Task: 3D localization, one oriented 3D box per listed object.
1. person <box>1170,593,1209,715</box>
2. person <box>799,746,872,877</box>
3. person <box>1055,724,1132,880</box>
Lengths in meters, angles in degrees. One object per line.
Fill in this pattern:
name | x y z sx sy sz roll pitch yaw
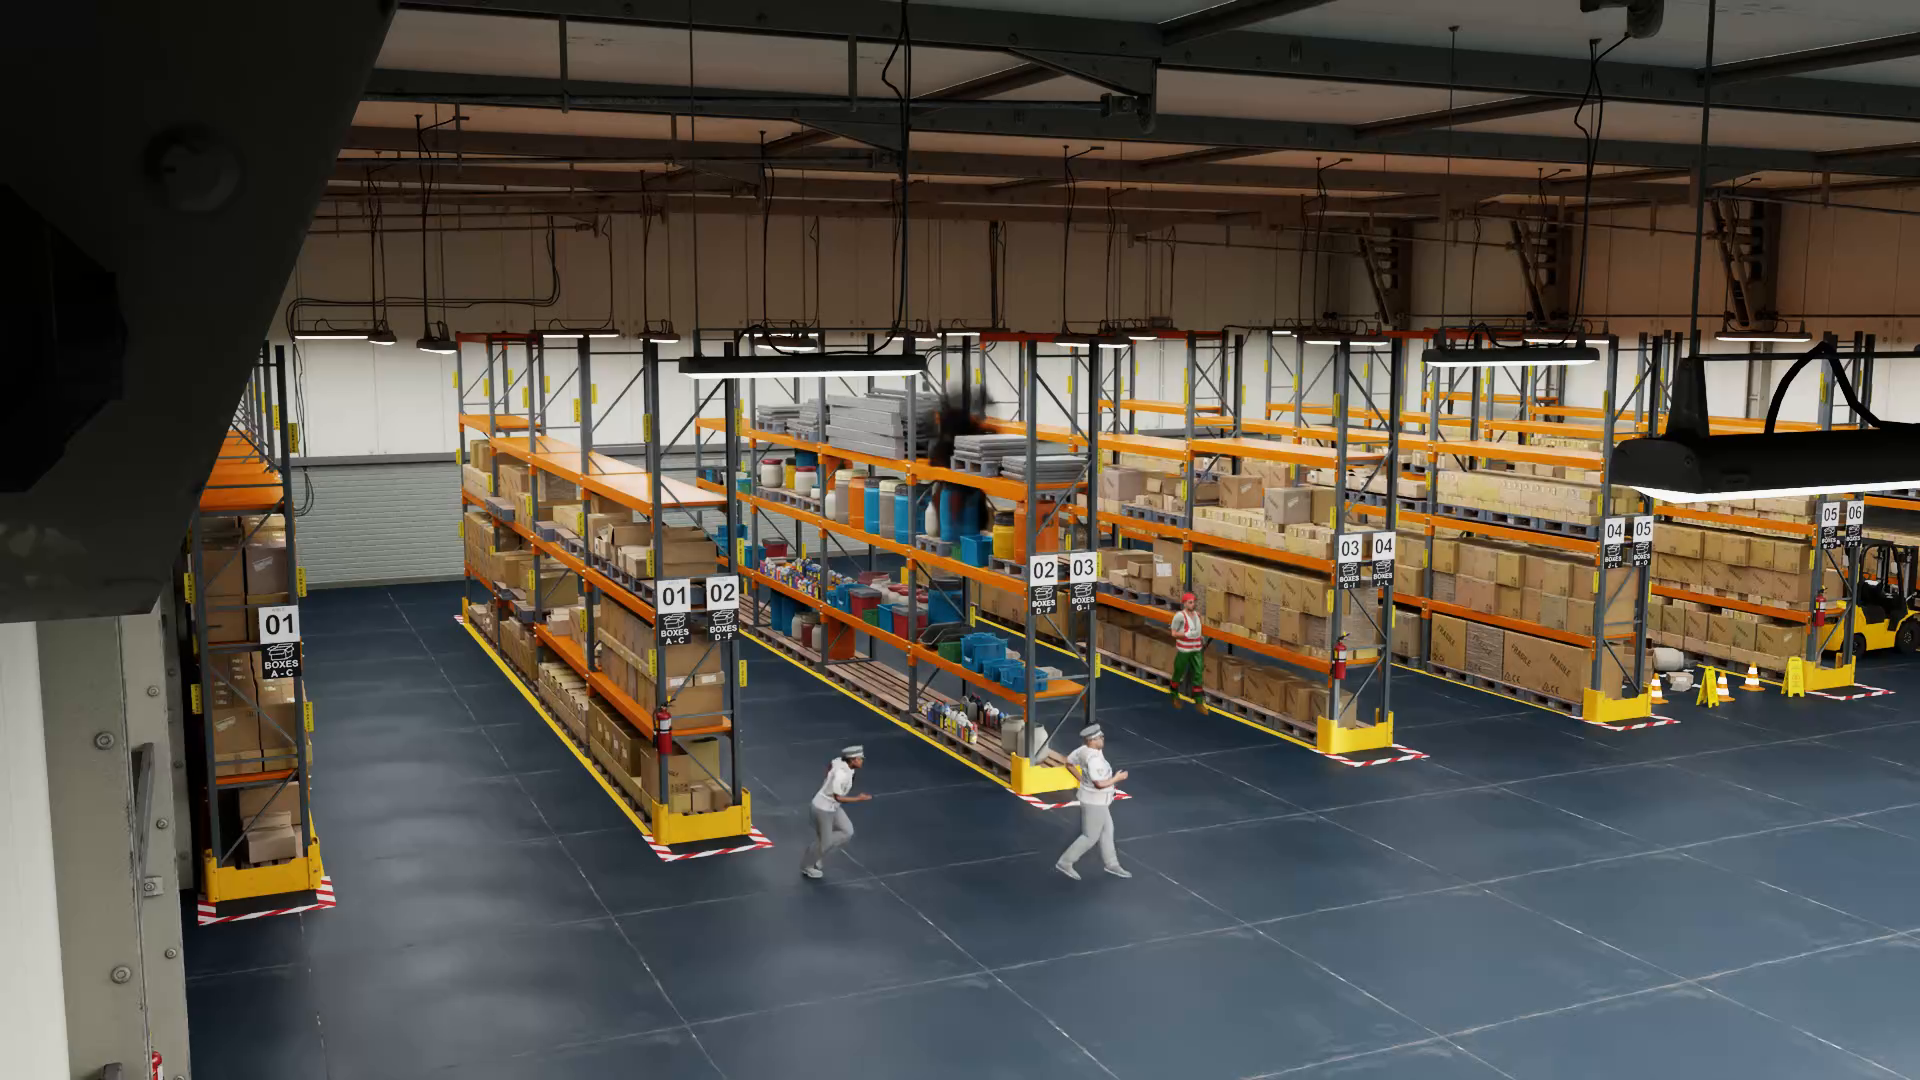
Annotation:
person | 3.501 1.714 25.360 0.645 1.831 0.842 -4 9 -26
person | -1.405 3.056 18.863 0.853 1.519 0.600 1 8 8
person | 1.502 2.937 18.581 0.898 1.805 0.653 -1 8 -5
